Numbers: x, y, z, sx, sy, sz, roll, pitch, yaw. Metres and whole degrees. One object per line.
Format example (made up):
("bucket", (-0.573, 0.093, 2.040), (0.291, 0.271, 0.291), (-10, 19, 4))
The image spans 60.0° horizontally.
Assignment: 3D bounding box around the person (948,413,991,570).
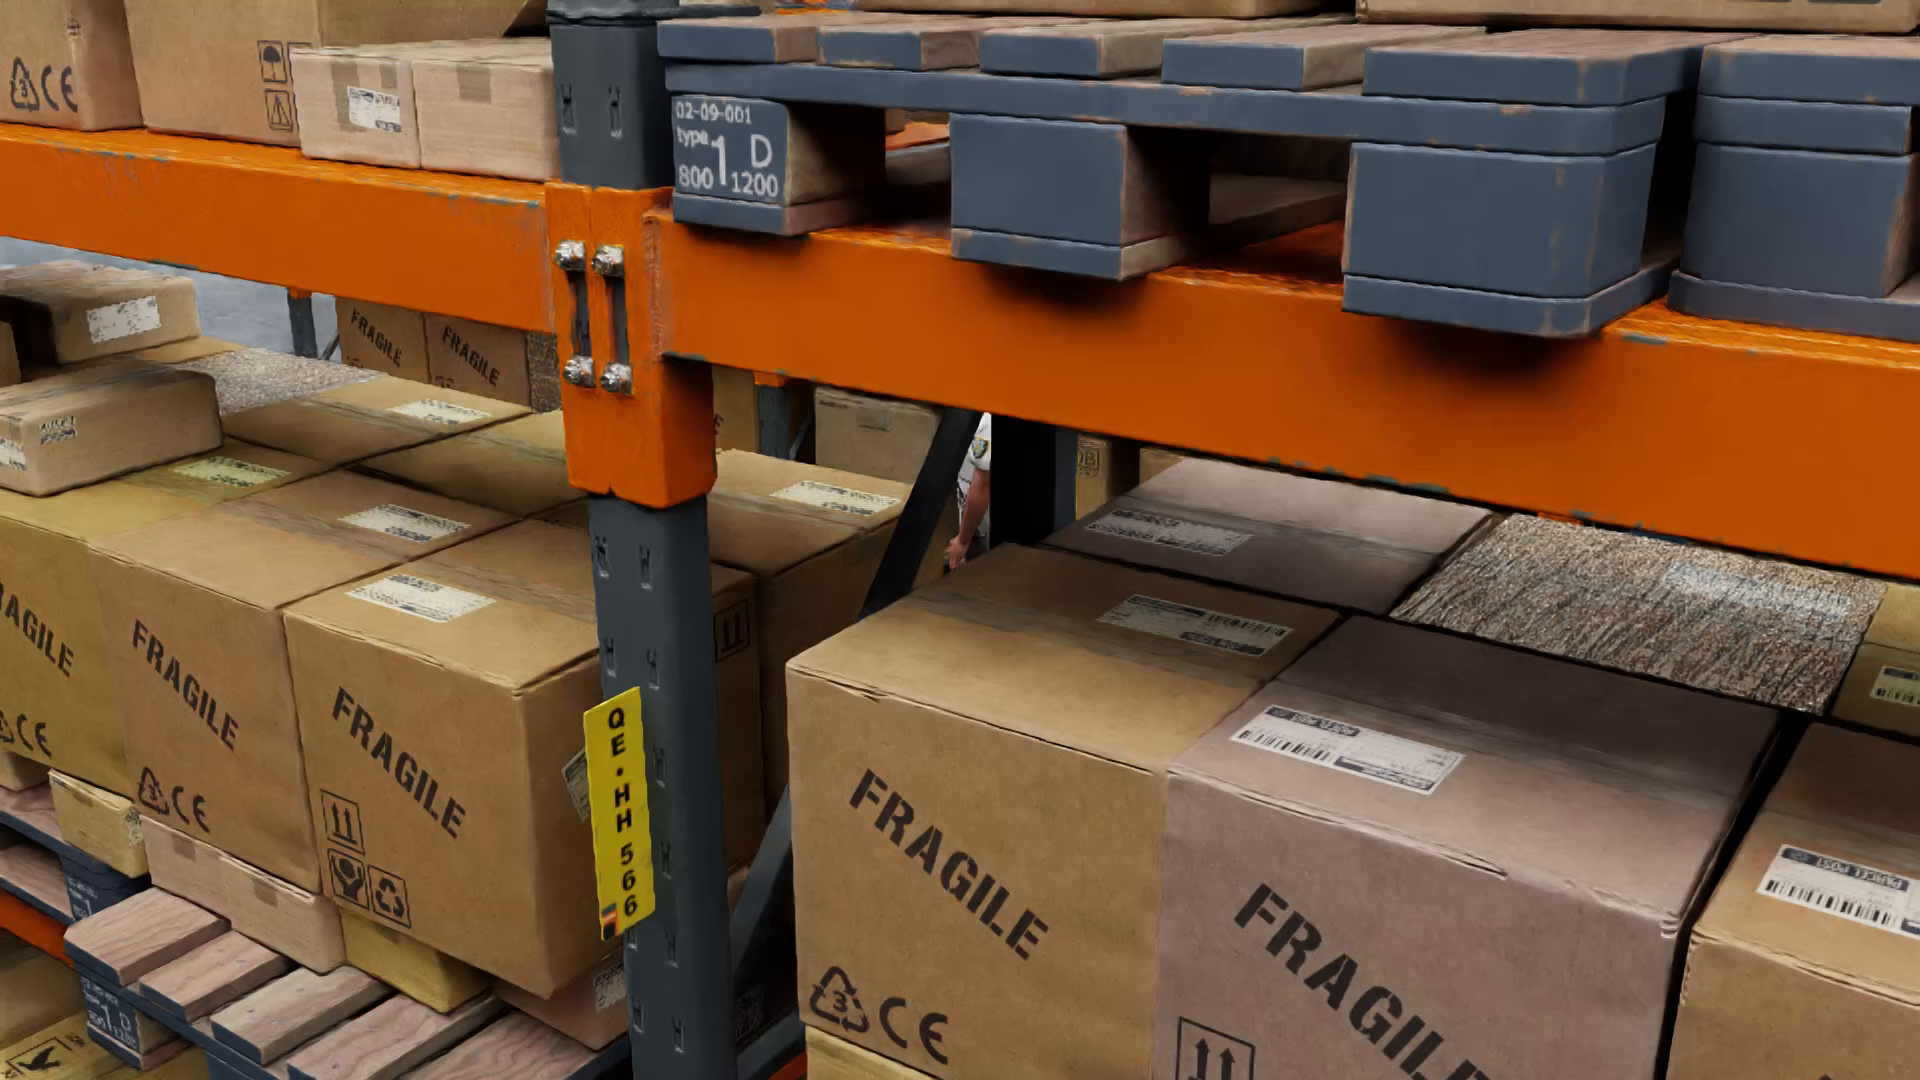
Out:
("person", (0.184, -0.060, 6.658), (0.451, 1.778, 0.553), (17, 26, 39))
